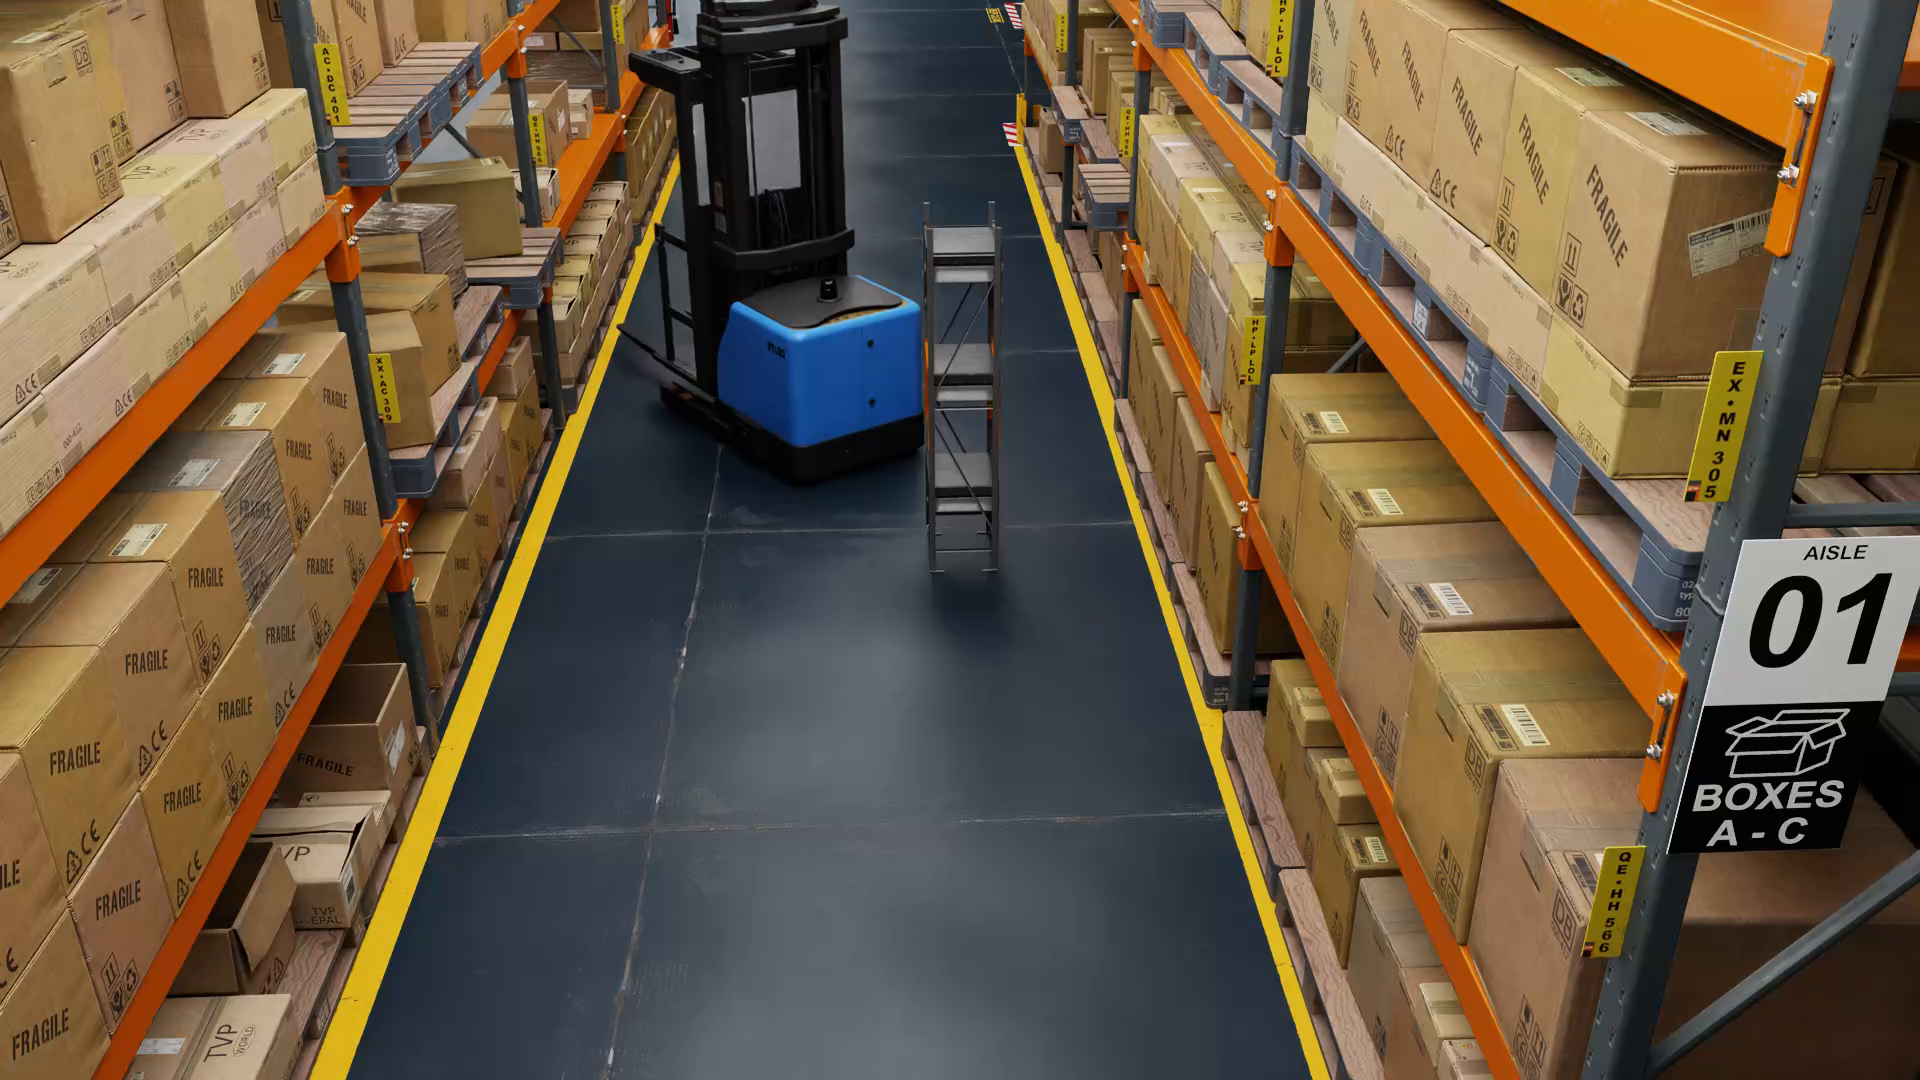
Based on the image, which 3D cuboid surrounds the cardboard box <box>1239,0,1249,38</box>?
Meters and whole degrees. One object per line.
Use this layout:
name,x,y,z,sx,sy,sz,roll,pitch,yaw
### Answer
cardboard box,1.867,-2.856,8.656,0.700,0.500,0.500,-1,28,-3

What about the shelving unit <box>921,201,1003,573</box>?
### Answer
shelving unit,0.009,-0.855,9.618,0.431,2.100,0.503,-1,28,-3

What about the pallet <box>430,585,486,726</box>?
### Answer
pallet,-3.168,0.593,8.884,1.003,0.211,1.213,-1,28,-3

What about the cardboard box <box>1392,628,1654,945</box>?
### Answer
cardboard box,1.982,0.754,5.237,0.980,0.700,0.700,-2,28,-3

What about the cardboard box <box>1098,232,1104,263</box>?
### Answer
cardboard box,1.573,-2.594,14.207,0.700,0.500,0.500,-2,28,-4

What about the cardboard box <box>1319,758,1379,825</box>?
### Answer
cardboard box,1.659,0.996,6.644,0.380,0.149,0.250,-2,28,-4

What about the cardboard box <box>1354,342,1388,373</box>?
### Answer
cardboard box,2.086,-0.793,8.076,0.500,0.500,0.500,-2,28,-4

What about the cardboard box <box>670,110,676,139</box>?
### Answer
cardboard box,-3.391,-4.537,18.224,0.500,0.250,0.500,-1,28,-3

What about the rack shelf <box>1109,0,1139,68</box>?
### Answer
rack shelf,1.545,-4.172,12.539,1.077,0.370,4.000,-1,28,-3

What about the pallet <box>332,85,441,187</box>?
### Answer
pallet,-3.052,-1.818,7.451,1.213,0.211,1.003,-1,28,-3

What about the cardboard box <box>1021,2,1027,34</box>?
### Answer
cardboard box,0.941,-5.641,17.962,0.500,0.250,0.500,-2,28,-4

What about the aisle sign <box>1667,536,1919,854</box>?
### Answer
aisle sign,1.772,0.345,3.533,0.394,0.787,0.004,-1,28,-3

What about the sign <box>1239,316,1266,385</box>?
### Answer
sign,1.317,-0.850,7.470,0.100,0.325,0.005,-1,28,-3

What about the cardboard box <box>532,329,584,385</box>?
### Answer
cardboard box,-3.031,-1.332,12.079,0.500,0.250,0.500,-1,28,-3

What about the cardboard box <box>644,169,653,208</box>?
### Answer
cardboard box,-3.248,-3.382,16.011,0.500,0.250,0.500,-1,28,-3

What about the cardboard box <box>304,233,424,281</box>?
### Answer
cardboard box,-3.242,-1.313,8.962,0.700,0.500,0.500,-8,29,-16

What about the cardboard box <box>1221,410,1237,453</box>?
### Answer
cardboard box,1.522,-0.552,8.315,0.380,0.149,0.250,-1,28,-2

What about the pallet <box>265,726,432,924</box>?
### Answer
pallet,-3.053,1.285,7.558,1.003,0.211,1.213,-1,28,-3

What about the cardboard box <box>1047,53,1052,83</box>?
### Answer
cardboard box,1.096,-4.468,15.714,0.500,0.250,0.500,-1,28,-2

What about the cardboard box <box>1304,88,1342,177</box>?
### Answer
cardboard box,1.632,-1.558,6.350,0.500,0.250,0.500,-1,28,-3

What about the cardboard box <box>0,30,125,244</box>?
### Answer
cardboard box,-2.930,-1.170,4.817,0.700,0.500,0.500,-1,28,-3

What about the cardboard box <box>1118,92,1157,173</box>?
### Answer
cardboard box,1.559,-2.951,12.080,0.700,0.500,0.500,-4,28,-7

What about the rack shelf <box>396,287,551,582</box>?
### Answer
rack shelf,-3.192,-0.873,9.458,1.077,0.370,4.000,-1,28,-3

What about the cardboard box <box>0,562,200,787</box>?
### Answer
cardboard box,-2.695,0.408,5.036,0.500,0.500,0.500,-1,28,-2

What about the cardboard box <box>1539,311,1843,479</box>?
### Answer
cardboard box,1.764,-0.368,4.069,0.500,0.250,0.500,-1,28,-1

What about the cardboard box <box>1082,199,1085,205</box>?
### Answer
cardboard box,1.383,-3.269,15.863,0.380,0.166,0.250,-5,28,-9

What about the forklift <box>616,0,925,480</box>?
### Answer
forklift,-1.521,-2.311,11.511,1.130,2.935,3.031,-19,33,-32

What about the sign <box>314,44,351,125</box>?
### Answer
sign,-2.546,-1.844,6.739,0.100,0.325,0.005,-1,28,-3

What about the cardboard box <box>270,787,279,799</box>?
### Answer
cardboard box,-3.282,0.928,7.659,0.500,0.311,0.500,-1,28,-3

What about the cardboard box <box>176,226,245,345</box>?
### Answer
cardboard box,-2.747,-0.852,5.558,0.500,0.250,0.500,-1,28,-3

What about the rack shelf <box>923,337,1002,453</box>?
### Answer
rack shelf,0.009,-0.842,9.624,0.431,0.518,0.480,-1,28,-3

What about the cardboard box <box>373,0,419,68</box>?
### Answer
cardboard box,-3.113,-2.723,8.314,0.600,0.600,0.600,-2,28,-5

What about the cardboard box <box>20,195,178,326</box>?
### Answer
cardboard box,-2.720,-0.843,5.000,0.500,0.250,0.500,-1,28,-3

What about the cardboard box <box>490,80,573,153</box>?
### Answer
cardboard box,-3.454,-3.409,13.434,0.500,0.500,0.500,1,28,1

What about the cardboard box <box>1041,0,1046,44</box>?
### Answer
cardboard box,1.060,-5.033,15.986,0.500,0.500,0.500,-2,28,-4

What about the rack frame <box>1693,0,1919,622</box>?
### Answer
rack frame,2.068,-1.202,2.824,1.000,3.000,0.127,-1,28,-3

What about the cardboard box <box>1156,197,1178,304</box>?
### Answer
cardboard box,1.463,-1.720,9.853,0.500,0.500,0.500,-2,28,-3

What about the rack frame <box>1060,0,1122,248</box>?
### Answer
rack frame,1.441,-4.084,14.837,1.000,3.000,0.127,-1,28,-3

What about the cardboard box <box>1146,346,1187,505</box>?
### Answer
cardboard box,1.597,-0.722,10.262,0.750,0.750,0.750,-2,28,-3

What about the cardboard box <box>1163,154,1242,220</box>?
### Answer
cardboard box,1.475,-2.060,9.693,0.500,0.250,0.500,-1,28,-2

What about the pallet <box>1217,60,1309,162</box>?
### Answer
pallet,1.762,-2.057,7.913,0.805,0.209,1.217,-2,28,-5

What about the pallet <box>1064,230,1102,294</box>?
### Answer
pallet,1.483,-2.488,14.792,1.003,0.211,1.213,-1,28,-3

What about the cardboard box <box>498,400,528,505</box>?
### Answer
cardboard box,-2.987,-0.537,10.263,0.500,0.500,0.500,-2,28,-5

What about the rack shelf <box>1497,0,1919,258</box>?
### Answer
rack shelf,1.963,-1.630,4.854,1.077,0.370,4.000,-1,28,-3

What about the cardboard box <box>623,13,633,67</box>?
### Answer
cardboard box,-3.619,-4.924,16.338,0.700,0.500,0.500,-1,28,-1

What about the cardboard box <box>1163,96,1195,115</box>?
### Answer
cardboard box,1.602,-2.922,11.324,0.380,0.149,0.250,-5,28,-9

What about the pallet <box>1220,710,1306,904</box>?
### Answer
pallet,1.820,1.200,7.721,1.003,0.211,1.213,-1,28,-3

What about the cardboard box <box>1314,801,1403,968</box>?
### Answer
cardboard box,1.843,1.349,6.668,0.700,0.500,0.500,-1,28,-1

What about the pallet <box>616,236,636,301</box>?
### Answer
pallet,-3.428,-2.387,14.599,1.003,0.211,1.213,-1,28,-3

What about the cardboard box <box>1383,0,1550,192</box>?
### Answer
cardboard box,1.680,-1.415,5.265,0.500,0.500,0.500,-1,28,-2

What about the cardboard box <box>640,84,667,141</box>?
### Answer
cardboard box,-3.323,-4.408,17.166,0.500,0.500,0.500,-1,28,-3

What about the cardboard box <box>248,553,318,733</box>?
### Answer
cardboard box,-2.748,0.387,6.156,0.500,0.500,0.500,-1,28,-1

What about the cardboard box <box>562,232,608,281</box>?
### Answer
cardboard box,-3.119,-2.296,13.321,0.500,0.311,0.500,-2,28,-3

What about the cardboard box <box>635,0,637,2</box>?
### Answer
cardboard box,-3.451,-5.494,16.730,0.380,0.149,0.250,-1,28,-1

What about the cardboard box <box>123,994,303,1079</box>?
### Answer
cardboard box,-2.676,1.883,5.893,0.500,0.250,0.500,-1,28,-3

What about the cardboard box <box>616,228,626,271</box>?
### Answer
cardboard box,-3.170,-2.512,14.341,0.500,0.250,0.500,-2,28,-3

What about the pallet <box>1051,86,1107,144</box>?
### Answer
pallet,1.336,-3.643,14.198,1.003,0.211,1.213,-1,28,-3
